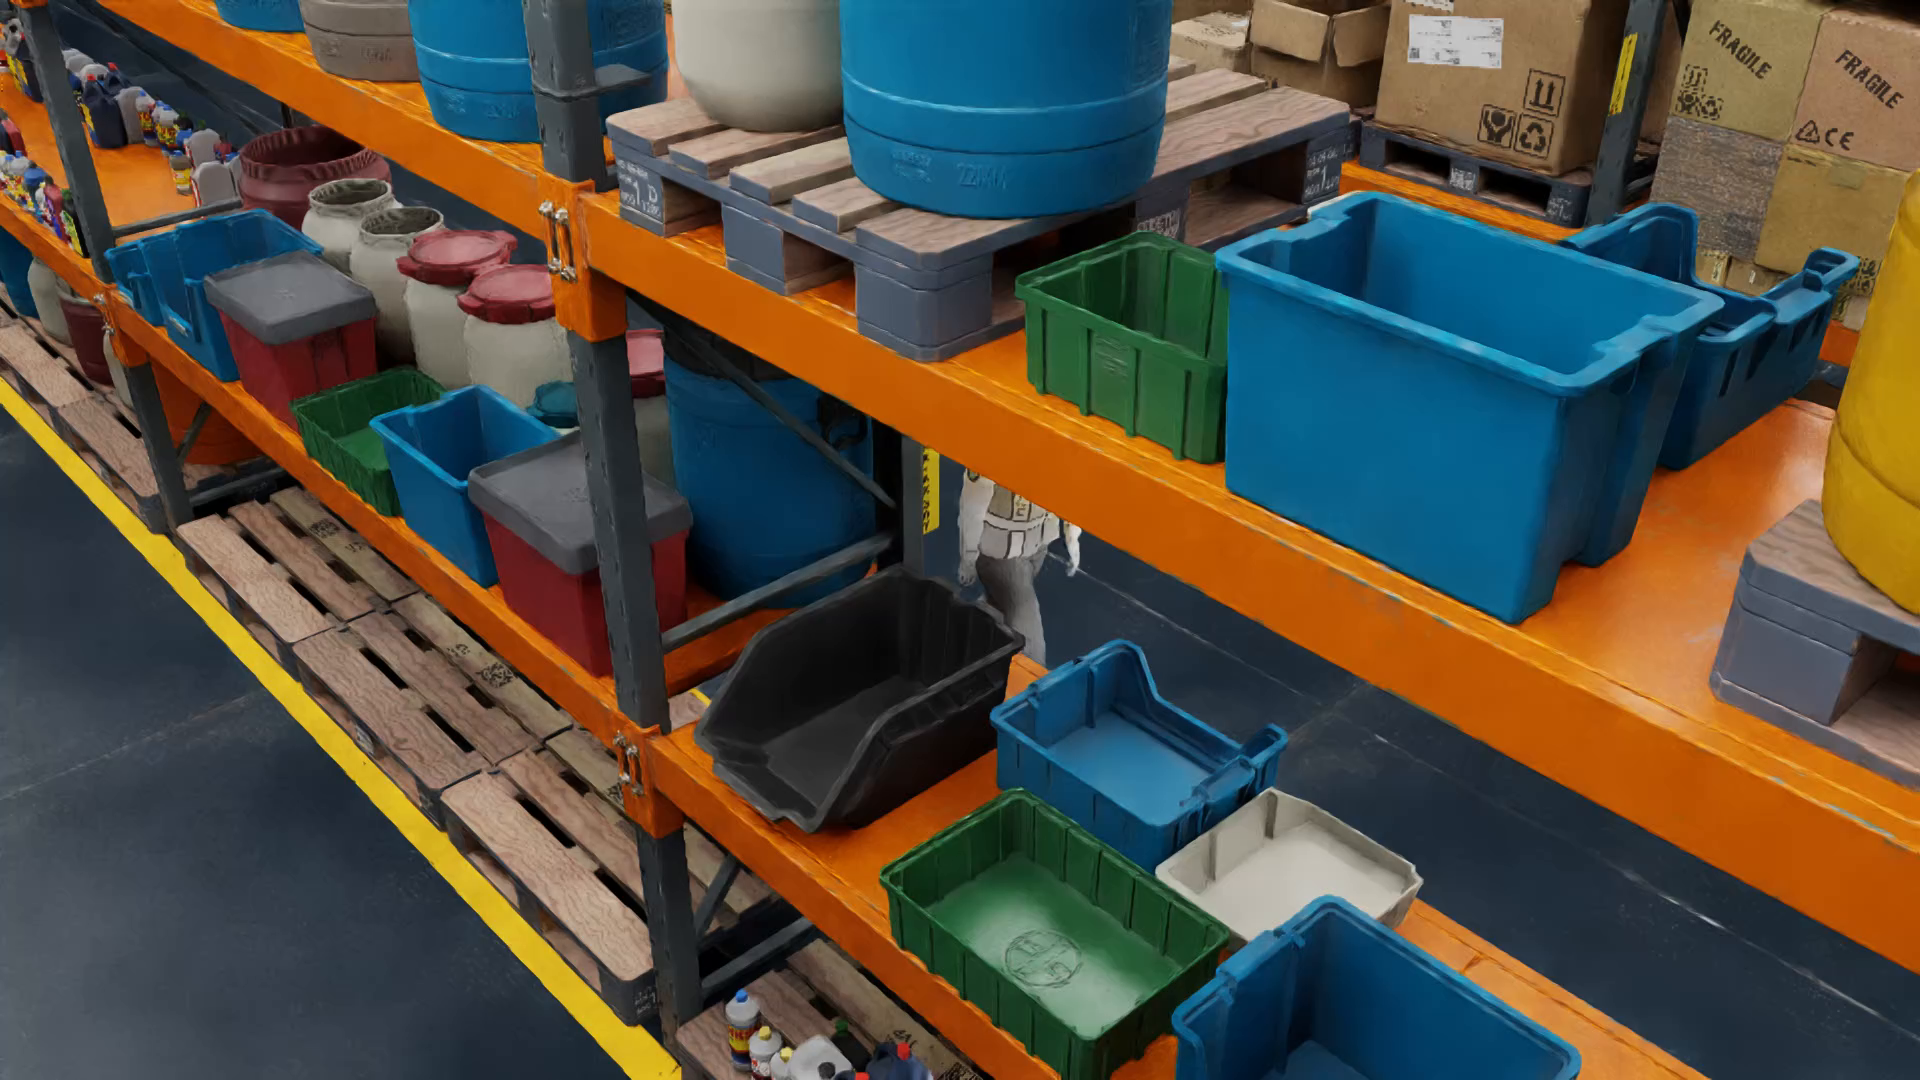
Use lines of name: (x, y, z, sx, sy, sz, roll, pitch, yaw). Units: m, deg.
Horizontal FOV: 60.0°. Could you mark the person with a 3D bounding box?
person: (0.272, 0.022, 6.057, 0.814, 1.633, 0.483, 23, 39, 32)
